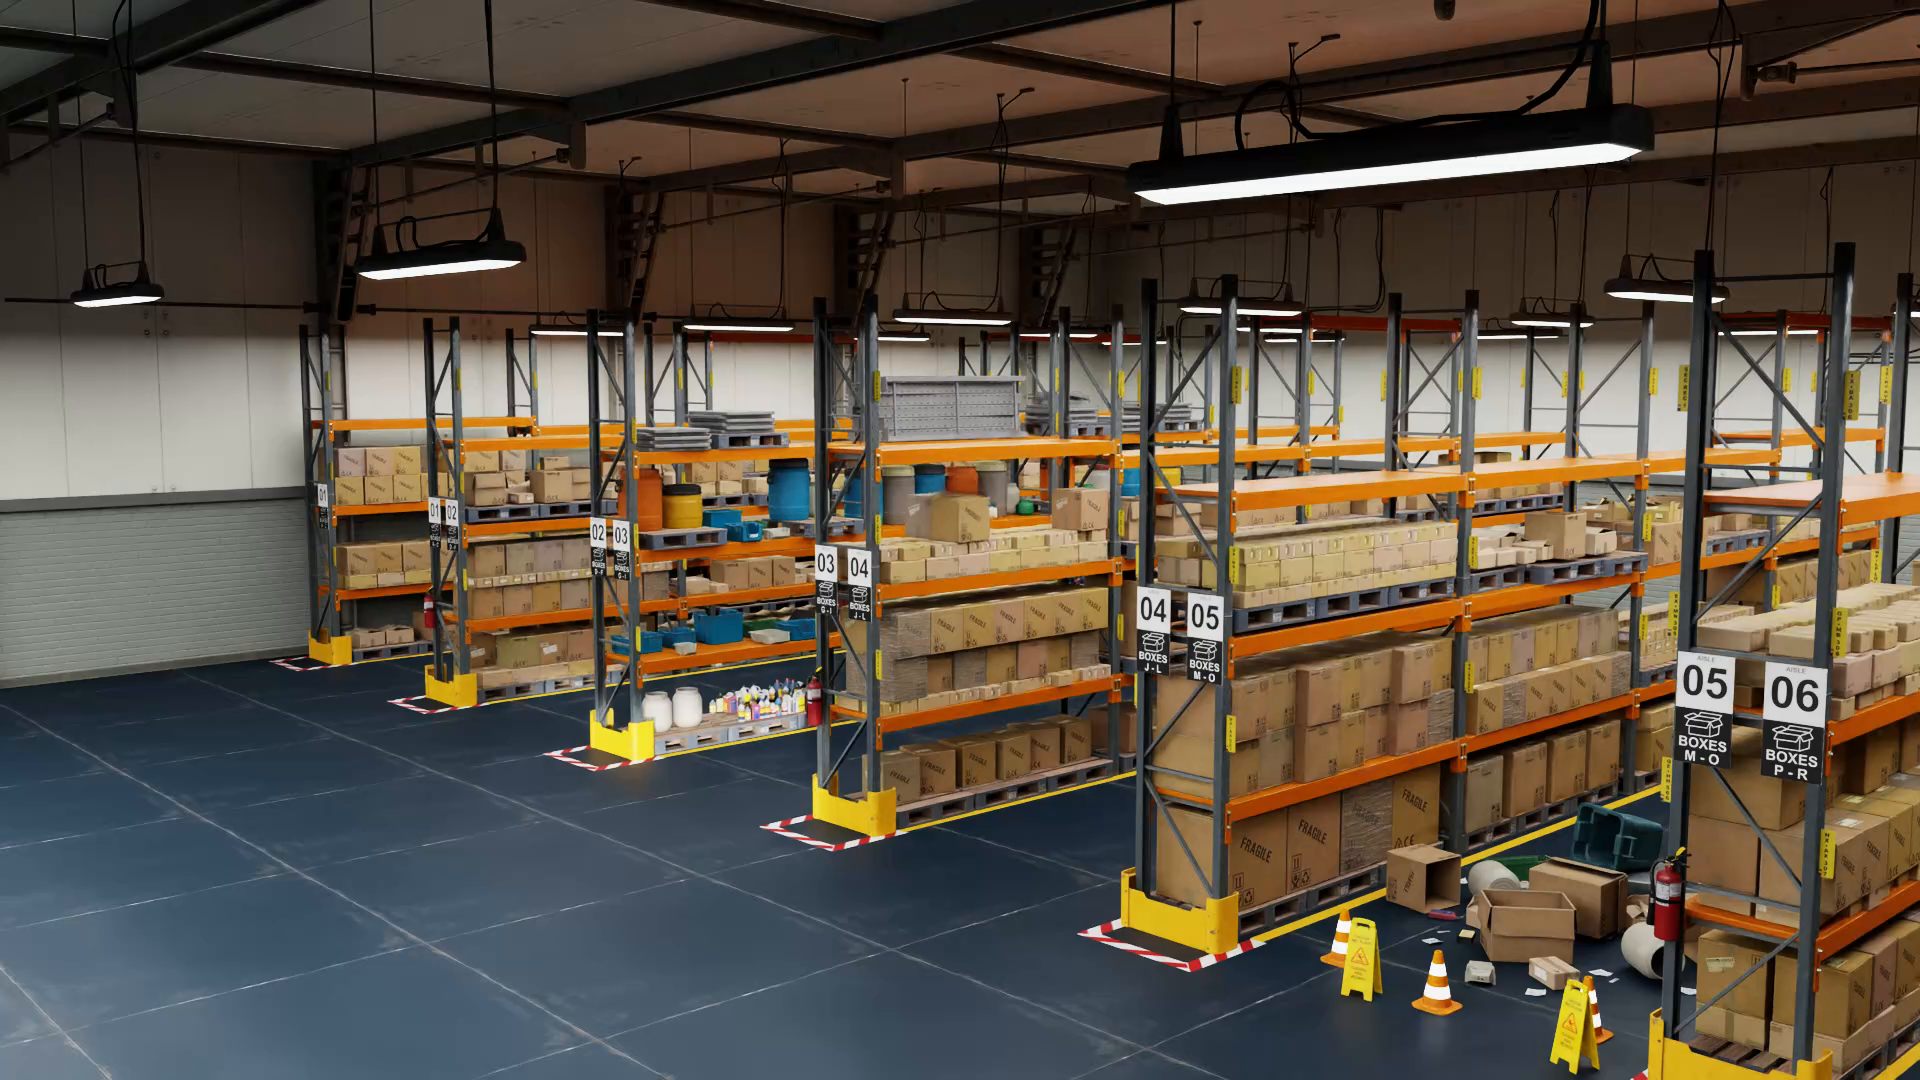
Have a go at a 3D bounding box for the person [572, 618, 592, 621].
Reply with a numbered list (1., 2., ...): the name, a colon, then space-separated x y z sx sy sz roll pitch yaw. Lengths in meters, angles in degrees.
1. person: -6.879 1.302 29.632 0.533 1.727 1.096 6 8 44
